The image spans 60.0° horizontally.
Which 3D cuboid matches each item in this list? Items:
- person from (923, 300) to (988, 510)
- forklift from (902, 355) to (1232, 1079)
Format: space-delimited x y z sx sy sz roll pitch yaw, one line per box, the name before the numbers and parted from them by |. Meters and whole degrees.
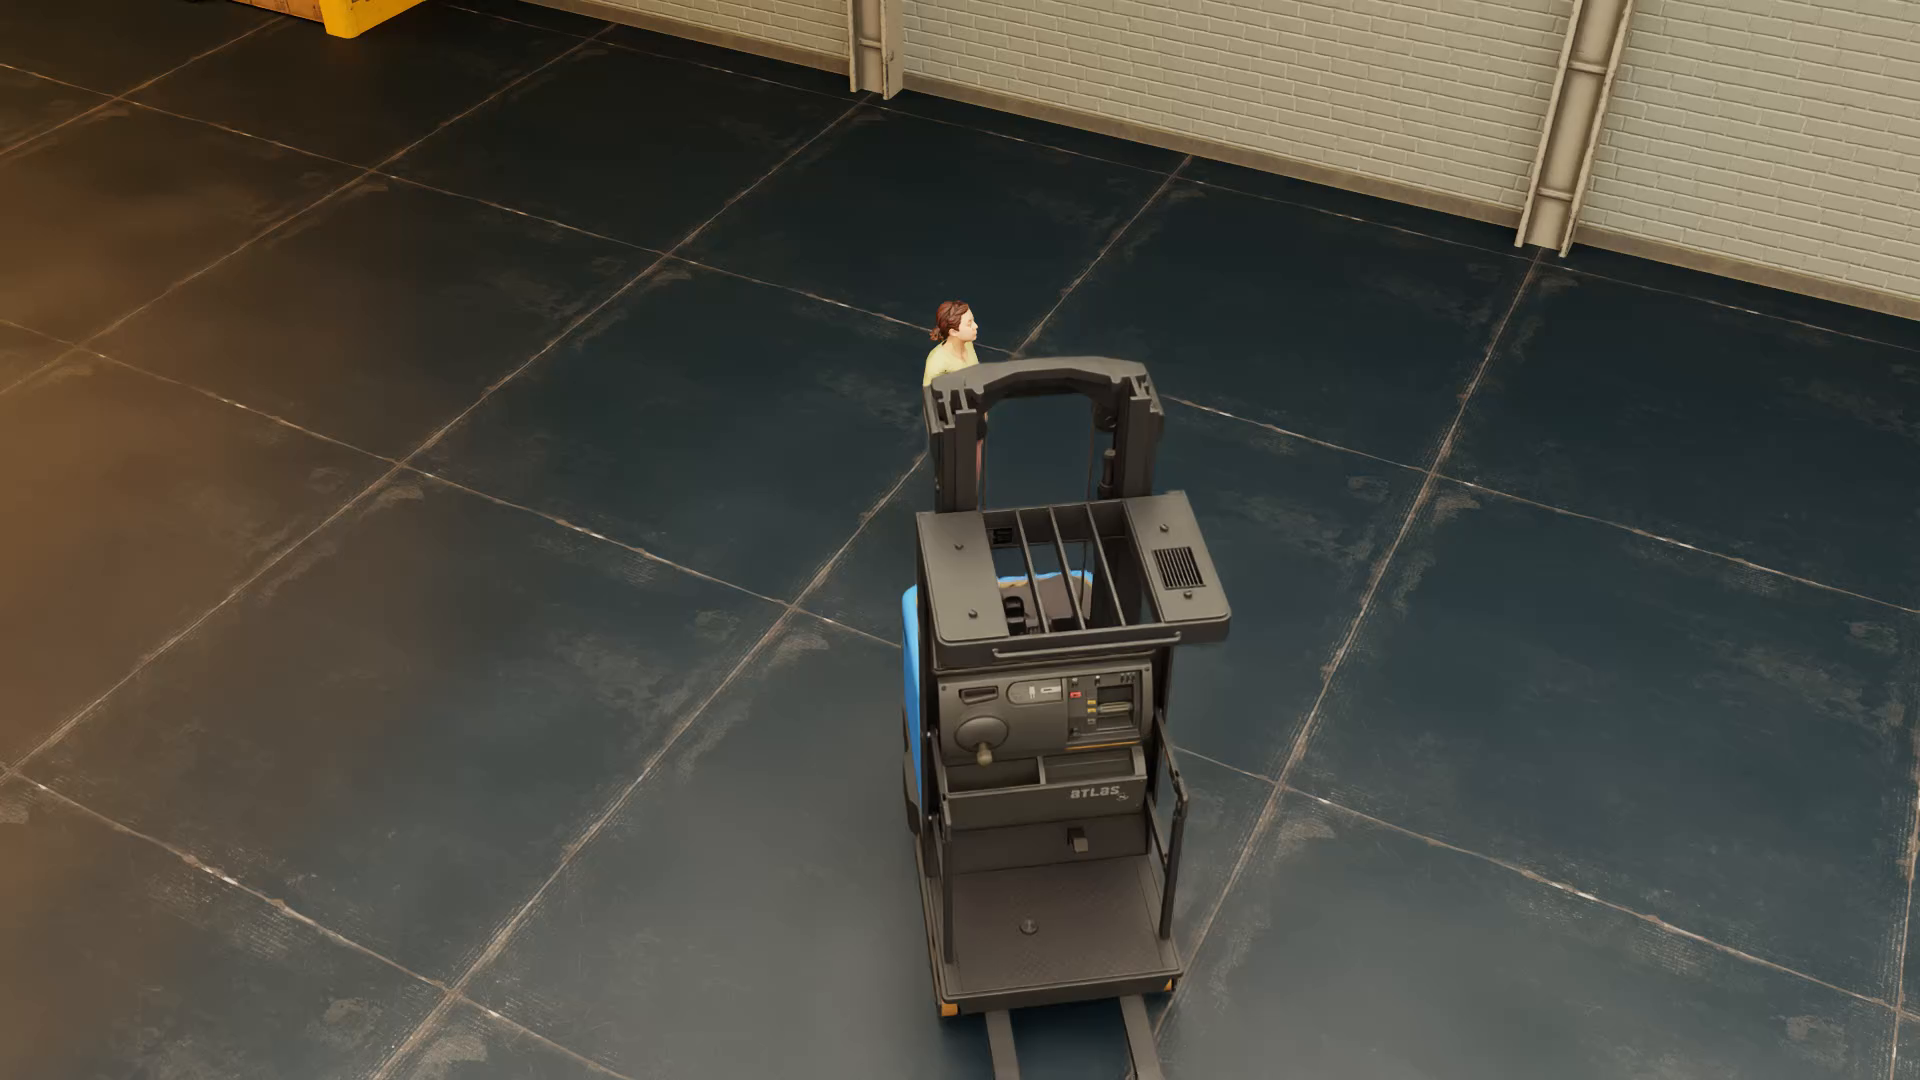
person | 0.061 -0.618 9.684 0.548 1.673 0.554 18 43 21
forklift | 0.402 0.824 7.008 1.130 2.935 3.031 -5 40 -6
